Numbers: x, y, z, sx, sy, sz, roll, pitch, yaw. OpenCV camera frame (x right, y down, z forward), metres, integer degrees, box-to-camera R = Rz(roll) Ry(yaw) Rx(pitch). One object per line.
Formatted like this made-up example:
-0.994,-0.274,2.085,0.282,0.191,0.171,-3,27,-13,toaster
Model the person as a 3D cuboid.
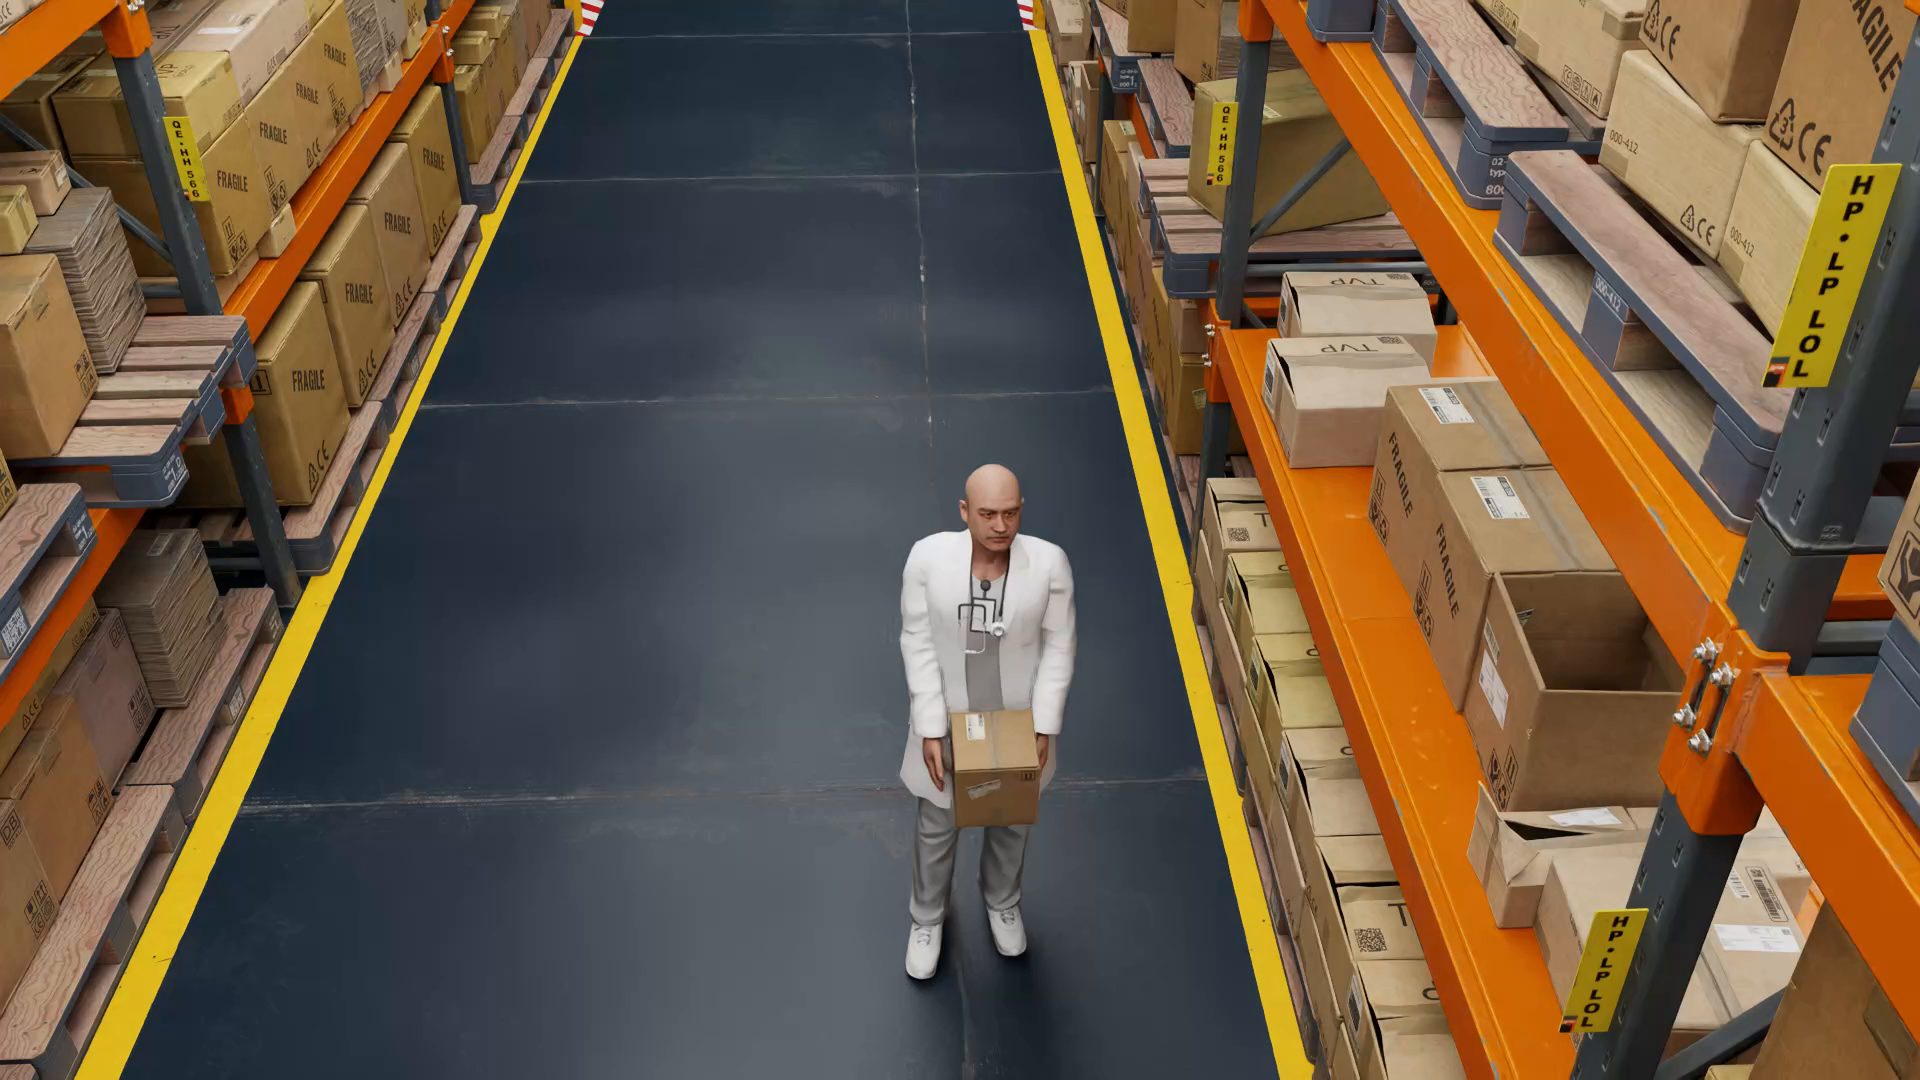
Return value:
0.087,0.610,5.276,0.568,1.780,0.521,-1,35,-2,person
